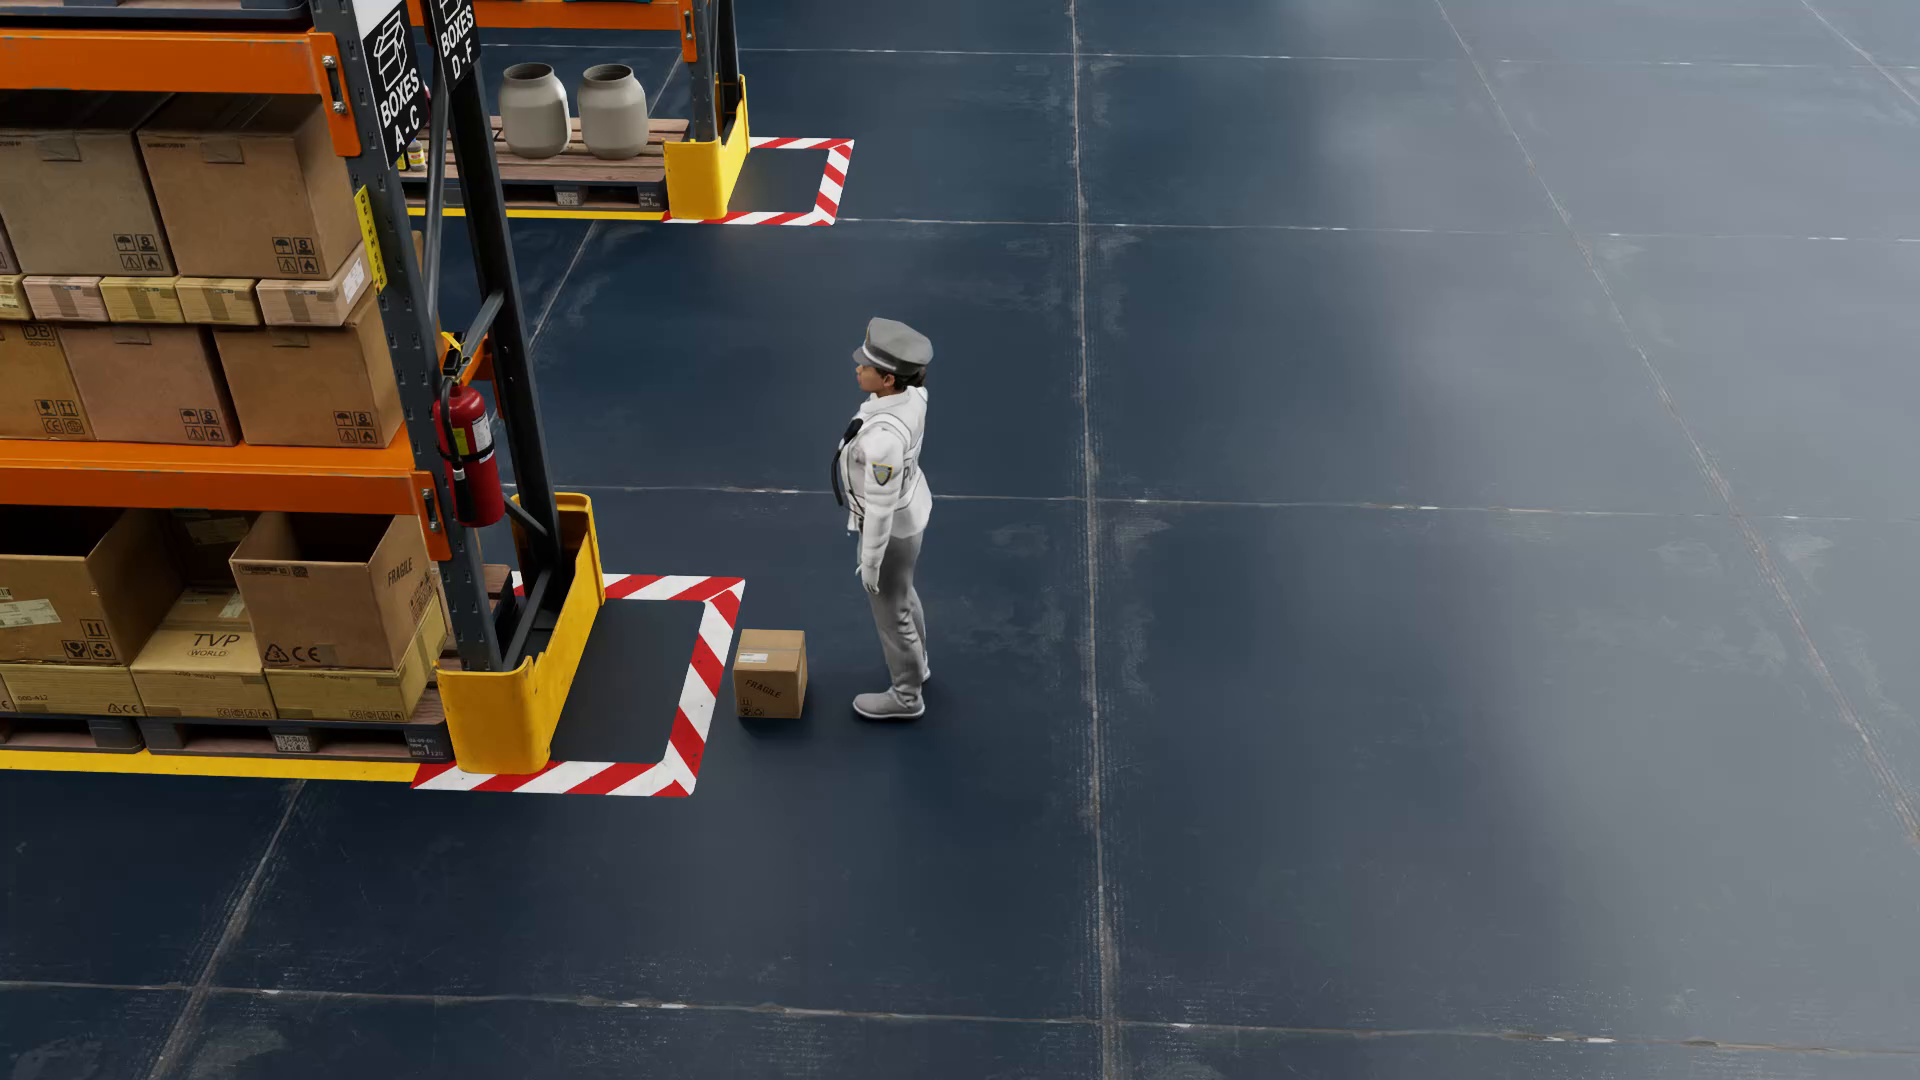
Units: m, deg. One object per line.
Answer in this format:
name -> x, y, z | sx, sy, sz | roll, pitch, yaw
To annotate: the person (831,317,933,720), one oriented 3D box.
person -> -0.261, -0.056, 6.191 | 0.344, 1.719, 0.574 | 6, 36, 8
